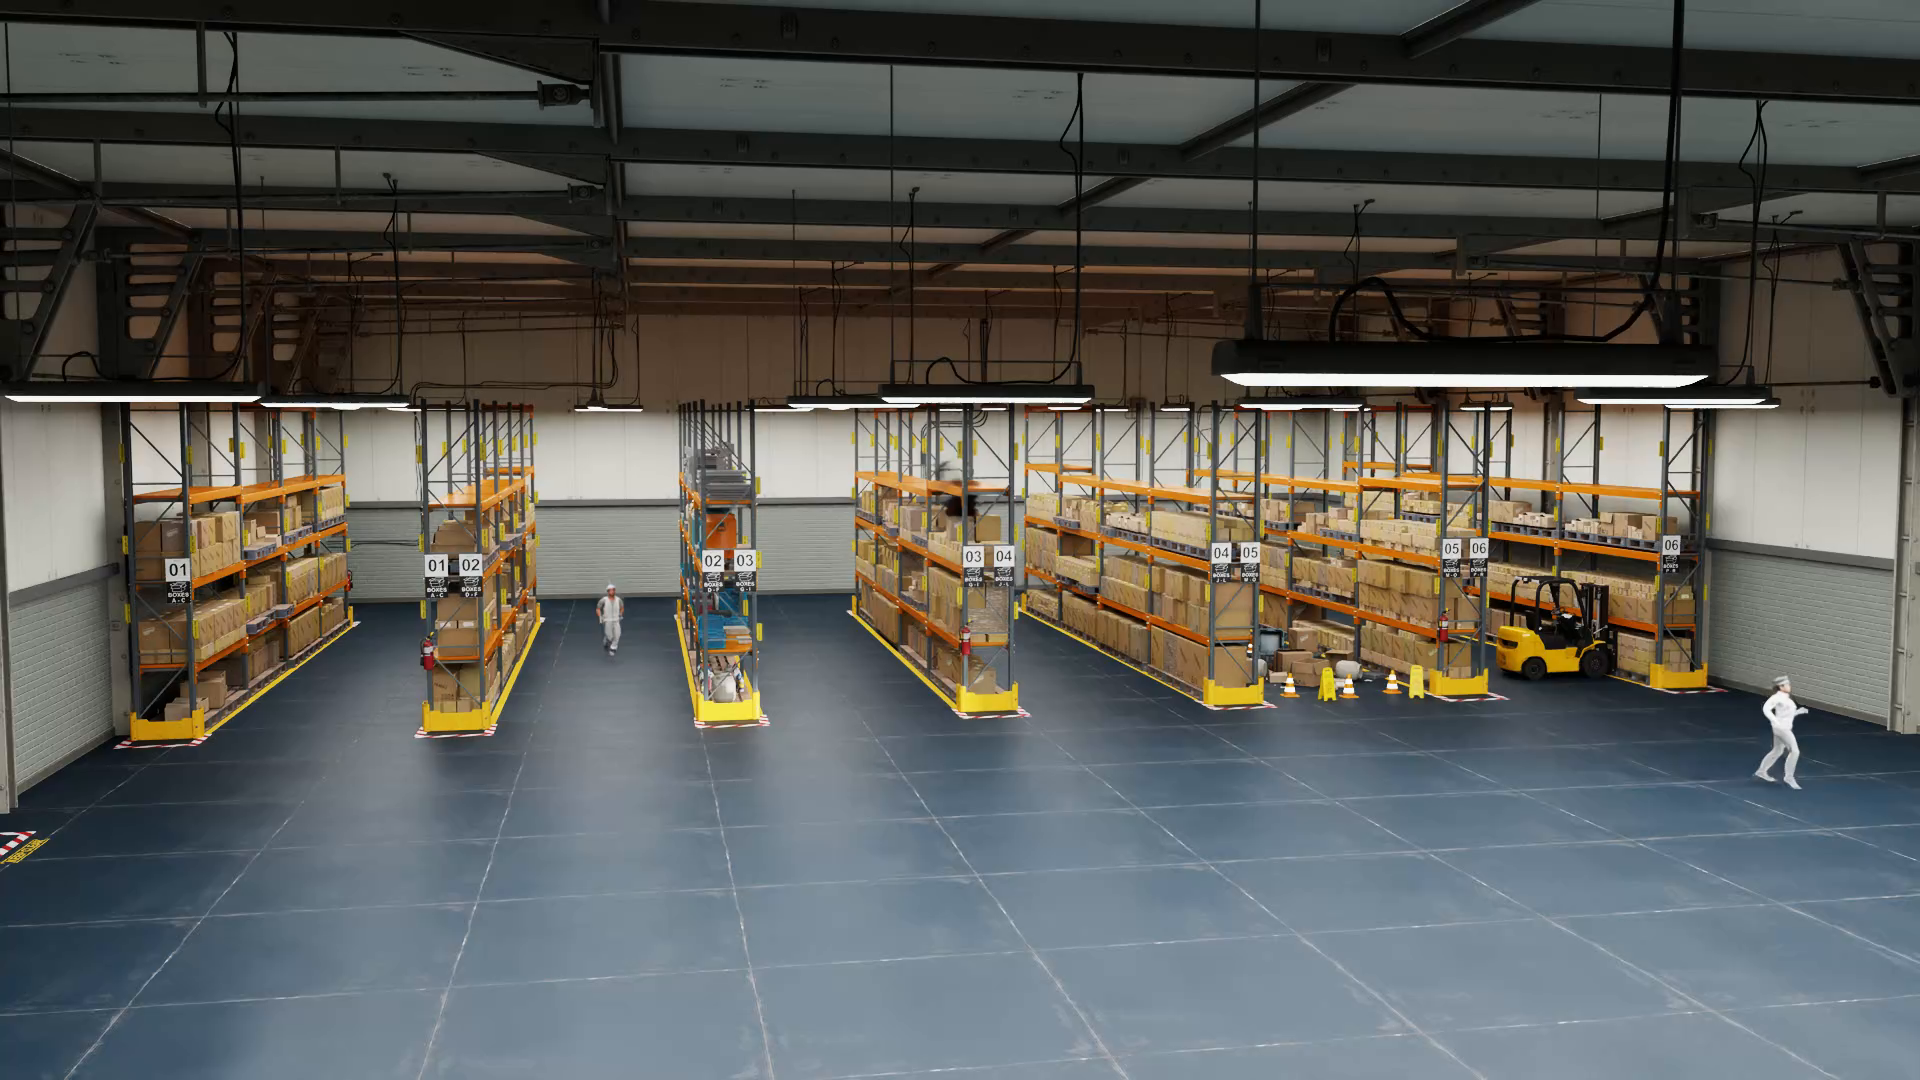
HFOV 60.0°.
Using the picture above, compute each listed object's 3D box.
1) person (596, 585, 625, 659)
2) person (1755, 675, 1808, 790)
[{"bbox_3d":[-8.168,1.916,38.988,0.657,1.738,0.601,-2,5,-27],"label":"person"},{"bbox_3d":[12.642,2.947,25.585,0.709,1.752,0.593,3,5,31],"label":"person"}]
